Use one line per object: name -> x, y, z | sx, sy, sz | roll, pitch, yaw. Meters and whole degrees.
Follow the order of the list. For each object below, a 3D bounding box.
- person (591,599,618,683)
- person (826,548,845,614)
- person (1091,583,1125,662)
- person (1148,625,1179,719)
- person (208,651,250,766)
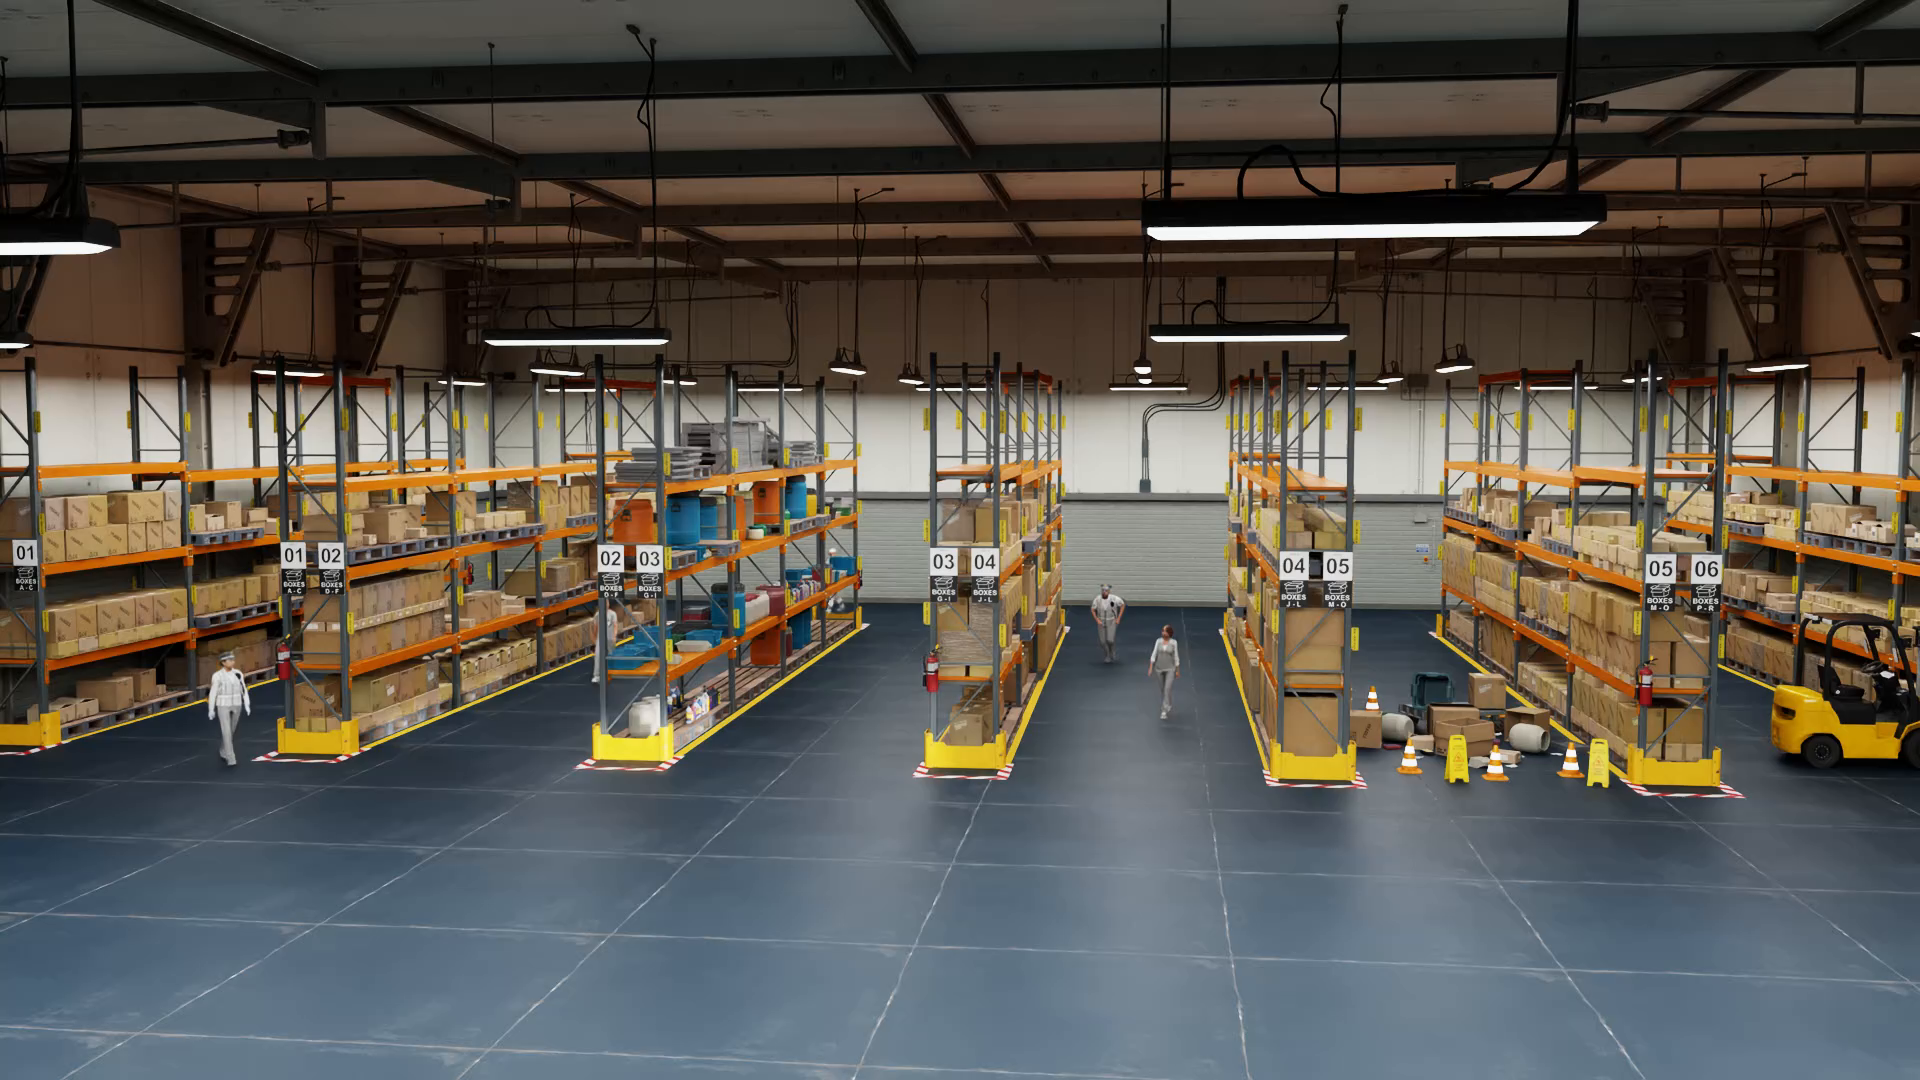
person -> -6.856, 1.902, 32.045 | 0.511, 1.600, 1.044 | 0, 4, -2
person -> -3.296, 1.074, 43.113 | 0.519, 1.733, 1.133 | 3, 5, 35
person -> 3.080, 1.718, 34.594 | 0.692, 1.686, 0.729 | 1, 4, 17
person -> 3.465, 2.213, 28.244 | 0.470, 1.538, 0.953 | 2, 4, 22
person -> -10.707, 2.437, 24.397 | 0.539, 1.636, 0.969 | -4, 5, -42
